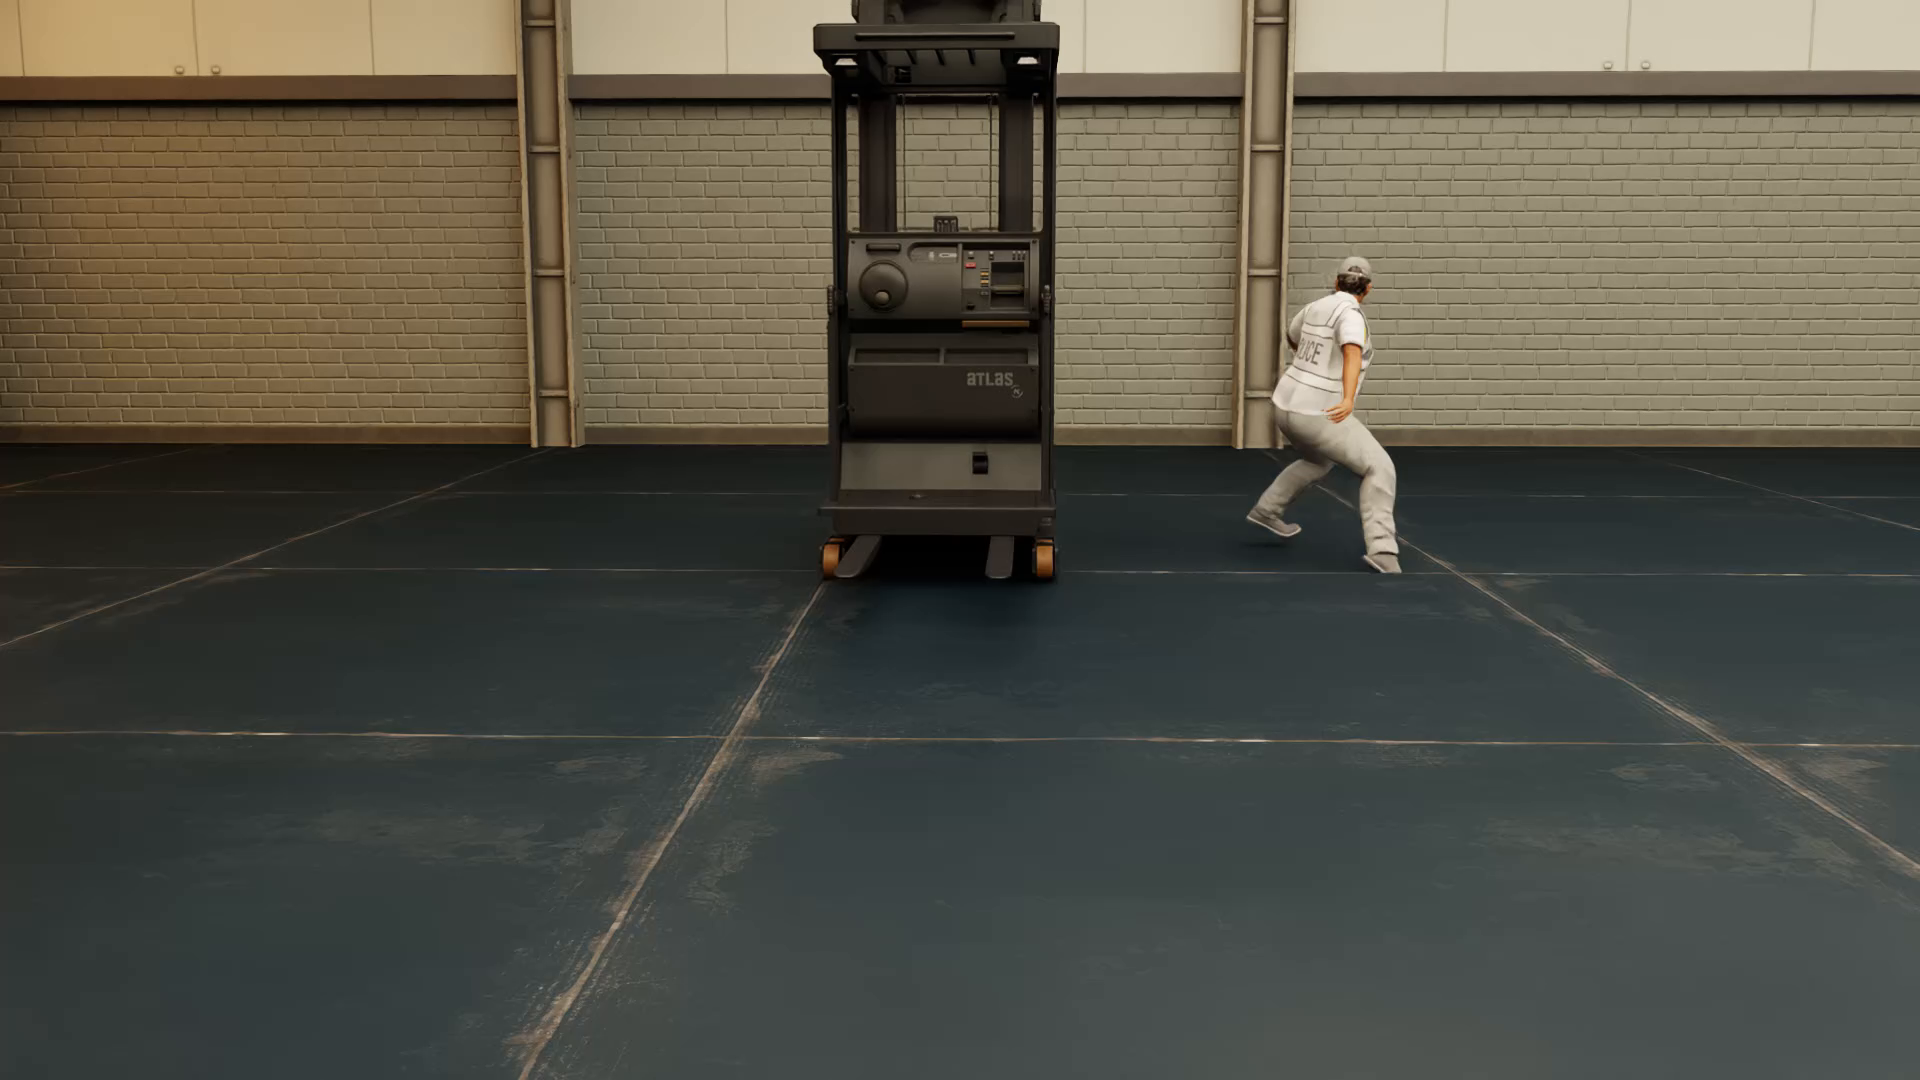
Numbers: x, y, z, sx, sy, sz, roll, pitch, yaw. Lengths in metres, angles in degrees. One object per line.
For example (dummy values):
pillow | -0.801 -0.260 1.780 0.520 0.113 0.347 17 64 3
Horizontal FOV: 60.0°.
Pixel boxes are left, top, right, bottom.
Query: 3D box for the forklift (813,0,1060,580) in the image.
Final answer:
forklift | -0.088 -1.310 7.873 1.130 2.935 3.031 0 9 2

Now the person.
person | 1.857 -0.597 8.280 0.530 1.611 1.083 -1 9 -9
